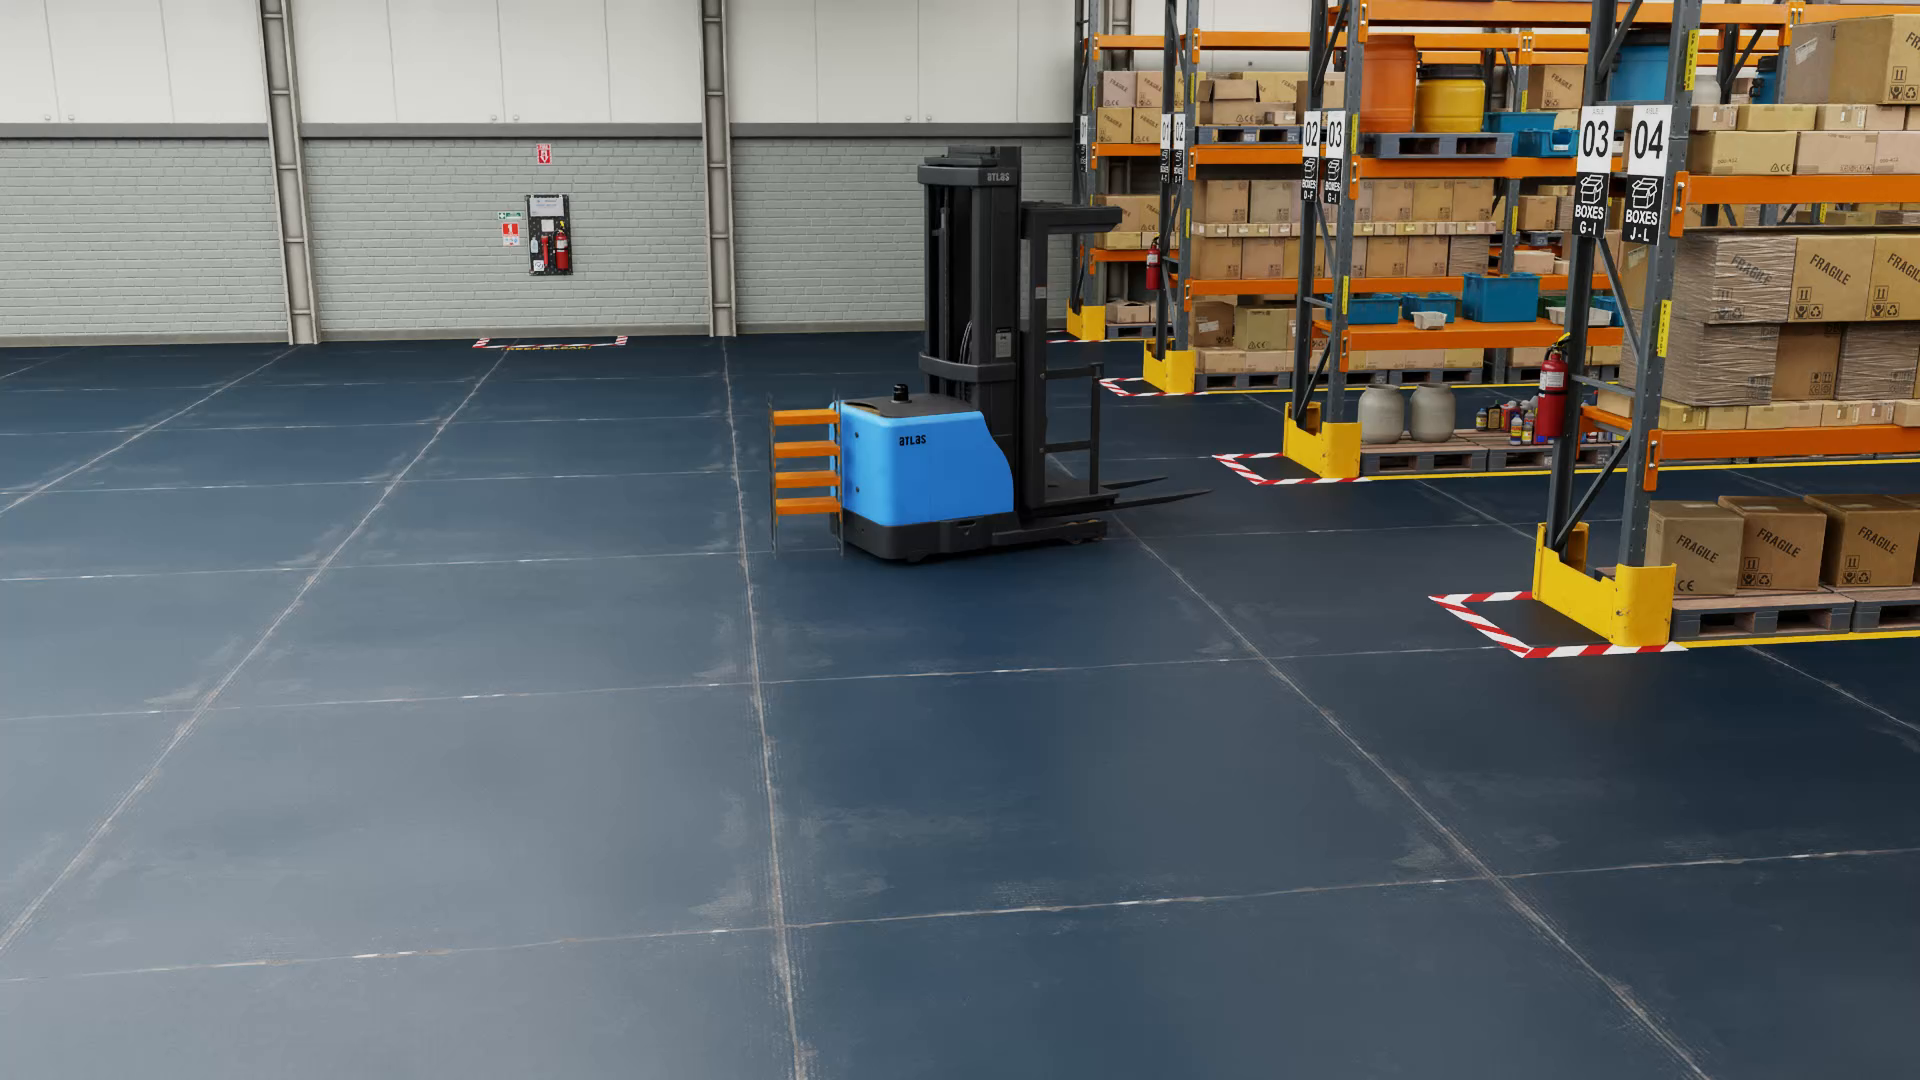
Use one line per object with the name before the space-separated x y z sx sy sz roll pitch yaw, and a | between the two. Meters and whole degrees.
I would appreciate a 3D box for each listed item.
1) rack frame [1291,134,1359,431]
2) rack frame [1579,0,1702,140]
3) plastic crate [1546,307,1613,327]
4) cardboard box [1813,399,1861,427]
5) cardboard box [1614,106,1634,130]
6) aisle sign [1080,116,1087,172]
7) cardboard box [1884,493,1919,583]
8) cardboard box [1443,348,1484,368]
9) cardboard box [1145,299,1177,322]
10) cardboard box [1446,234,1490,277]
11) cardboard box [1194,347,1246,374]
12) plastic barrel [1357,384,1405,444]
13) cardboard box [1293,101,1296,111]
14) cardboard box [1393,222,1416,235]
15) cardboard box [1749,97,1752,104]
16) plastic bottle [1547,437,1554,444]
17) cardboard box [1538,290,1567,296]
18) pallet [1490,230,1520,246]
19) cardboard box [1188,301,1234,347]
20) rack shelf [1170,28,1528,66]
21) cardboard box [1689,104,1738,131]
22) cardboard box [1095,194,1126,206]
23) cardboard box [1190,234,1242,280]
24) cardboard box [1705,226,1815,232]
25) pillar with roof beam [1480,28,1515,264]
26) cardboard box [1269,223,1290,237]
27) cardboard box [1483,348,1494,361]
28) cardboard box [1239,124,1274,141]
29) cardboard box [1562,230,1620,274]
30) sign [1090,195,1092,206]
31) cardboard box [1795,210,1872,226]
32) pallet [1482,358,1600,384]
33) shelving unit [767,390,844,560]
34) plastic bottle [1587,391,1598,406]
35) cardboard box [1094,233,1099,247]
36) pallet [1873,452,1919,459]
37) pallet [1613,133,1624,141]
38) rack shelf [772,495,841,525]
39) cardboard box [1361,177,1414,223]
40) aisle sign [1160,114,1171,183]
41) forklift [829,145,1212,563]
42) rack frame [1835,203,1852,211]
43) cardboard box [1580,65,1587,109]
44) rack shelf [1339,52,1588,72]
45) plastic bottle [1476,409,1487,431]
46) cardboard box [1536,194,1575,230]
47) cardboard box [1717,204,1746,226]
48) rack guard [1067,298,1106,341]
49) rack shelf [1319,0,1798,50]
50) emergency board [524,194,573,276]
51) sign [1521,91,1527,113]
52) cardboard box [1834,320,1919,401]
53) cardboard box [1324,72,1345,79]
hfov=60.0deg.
rack frame | 3.283 -2.136 15.071 0.127 3.000 1.000 -2 14 -8
rack frame | 4.021 -3.854 9.591 0.127 3.000 1.000 -2 14 -8
plastic crate | 5.671 -2.033 15.204 0.437 0.136 0.530 -2 14 -8
cardboard box | 5.331 -0.807 10.289 0.250 0.149 0.380 -2 14 -8
cardboard box | 4.249 -2.605 10.265 0.250 0.149 0.380 -2 14 -8
aisle sign | 1.781 -5.705 23.959 0.004 0.787 0.394 -2 14 -8
cardboard box | 6.408 -0.012 10.877 0.500 0.500 0.500 -3 14 -13
cardboard box | 6.079 -2.273 20.408 0.500 0.250 0.500 -2 14 -8
cardboard box | 3.069 -3.452 24.943 0.500 0.311 0.500 -1 14 -4
cardboard box | 6.067 -3.503 20.319 0.500 0.500 0.700 -2 14 -10
cardboard box | 3.113 -2.163 19.970 0.500 0.250 0.500 -2 14 -8
plastic barrel | 3.923 -1.175 15.491 0.421 0.512 0.421 0 14 0
cardboard box | 4.198 -5.136 19.900 0.500 0.311 0.500 0 14 -2
cardboard box | 5.261 -3.738 19.920 0.250 0.149 0.380 -2 14 -9
cardboard box | 12.246 -6.629 25.713 0.500 0.500 0.700 -2 14 -9
plastic bottle | 5.462 -1.029 15.362 0.097 0.271 0.097 0 14 0
cardboard box | 9.014 -3.771 25.826 0.500 0.500 0.700 -2 14 -8
pallet | 7.767 -4.634 25.428 1.213 0.211 1.003 -2 14 -8
cardboard box | 3.035 -2.652 20.378 0.500 0.500 0.500 -2 14 -8
rack shelf | 4.527 -5.767 19.518 4.000 0.370 1.077 -2 14 -8
cardboard box | 4.328 -2.474 9.744 0.250 0.149 0.380 -2 14 -9
cardboard box | 2.242 -4.888 24.770 0.500 0.500 0.500 -2 14 -9
cardboard box | 3.013 -3.390 19.866 0.500 0.500 0.700 -2 14 -8
cardboard box | 5.022 -1.721 10.545 0.500 0.500 0.500 -2 14 -8
pillar with roof beam | 8.945 -6.844 21.513 0.400 9.000 9.100 -2 14 -8
cardboard box | 3.727 -3.680 19.692 0.250 0.149 0.380 -2 14 -9
cardboard box | 6.871 -2.427 21.022 0.500 0.250 0.500 -2 14 -9
cardboard box | 4.256 -6.055 24.285 0.500 0.500 0.500 -3 14 -11
cardboard box | 7.787 -3.564 20.560 0.500 0.500 0.500 -1 14 -4
sign | 1.889 -4.808 23.948 0.005 0.325 0.100 -2 14 -8
cardboard box | 11.066 -3.919 21.115 0.500 0.500 0.700 -7 16 -27
pallet | 7.227 -2.156 20.884 1.213 0.211 1.003 -2 14 -8
shelving unit | -1.130 -0.479 12.165 0.503 1.200 0.258 -3 14 -13
plastic bottle | 6.192 -1.273 16.172 0.185 0.351 0.144 -3 14 -11
cardboard box | 2.241 -4.519 24.843 0.500 0.250 0.500 -2 14 -7
pallet | 9.219 -1.011 16.319 1.213 0.211 1.003 -2 14 -8
pallet | 6.540 -3.594 15.110 1.003 0.211 1.213 -2 14 -8
rack shelf | -1.130 -0.221 12.230 0.480 0.148 0.258 -3 14 -13
cardboard box | 5.072 -4.096 20.015 0.500 0.500 0.700 -2 14 -8
aisle sign | 2.441 -4.657 19.779 0.004 0.787 0.394 -2 14 -8
forklift | 0.546 -1.495 12.656 3.031 2.935 1.130 -8 16 -28
rack frame | 13.674 -4.954 26.308 0.127 3.000 1.000 -2 14 -8
cardboard box | 7.680 -5.461 20.068 0.500 0.500 0.500 -1 14 -3
rack shelf | 7.741 -7.103 24.847 4.000 0.370 1.077 -2 14 -8
plastic bottle | 5.034 -1.164 16.044 0.097 0.201 0.097 0 14 0
cardboard box | 9.255 -5.051 25.587 0.500 0.500 0.700 -4 15 -15
cardboard box | 11.761 -5.022 25.724 0.500 0.500 0.500 -2 14 -7
rack guard | 1.883 -3.309 24.889 0.348 0.500 1.175 -2 14 -8
rack shelf | 5.261 -4.575 14.767 4.000 0.370 1.077 -2 14 -8
emergency board | -6.011 -4.454 24.317 0.643 1.169 0.194 -2 14 -8
sign | 6.589 -5.083 19.431 0.005 0.325 0.100 -2 14 -8
cardboard box | 5.547 -1.205 10.544 0.500 0.500 0.875 -2 14 -8
cardboard box | 5.308 -6.578 24.318 0.500 0.500 0.500 -3 14 -13
